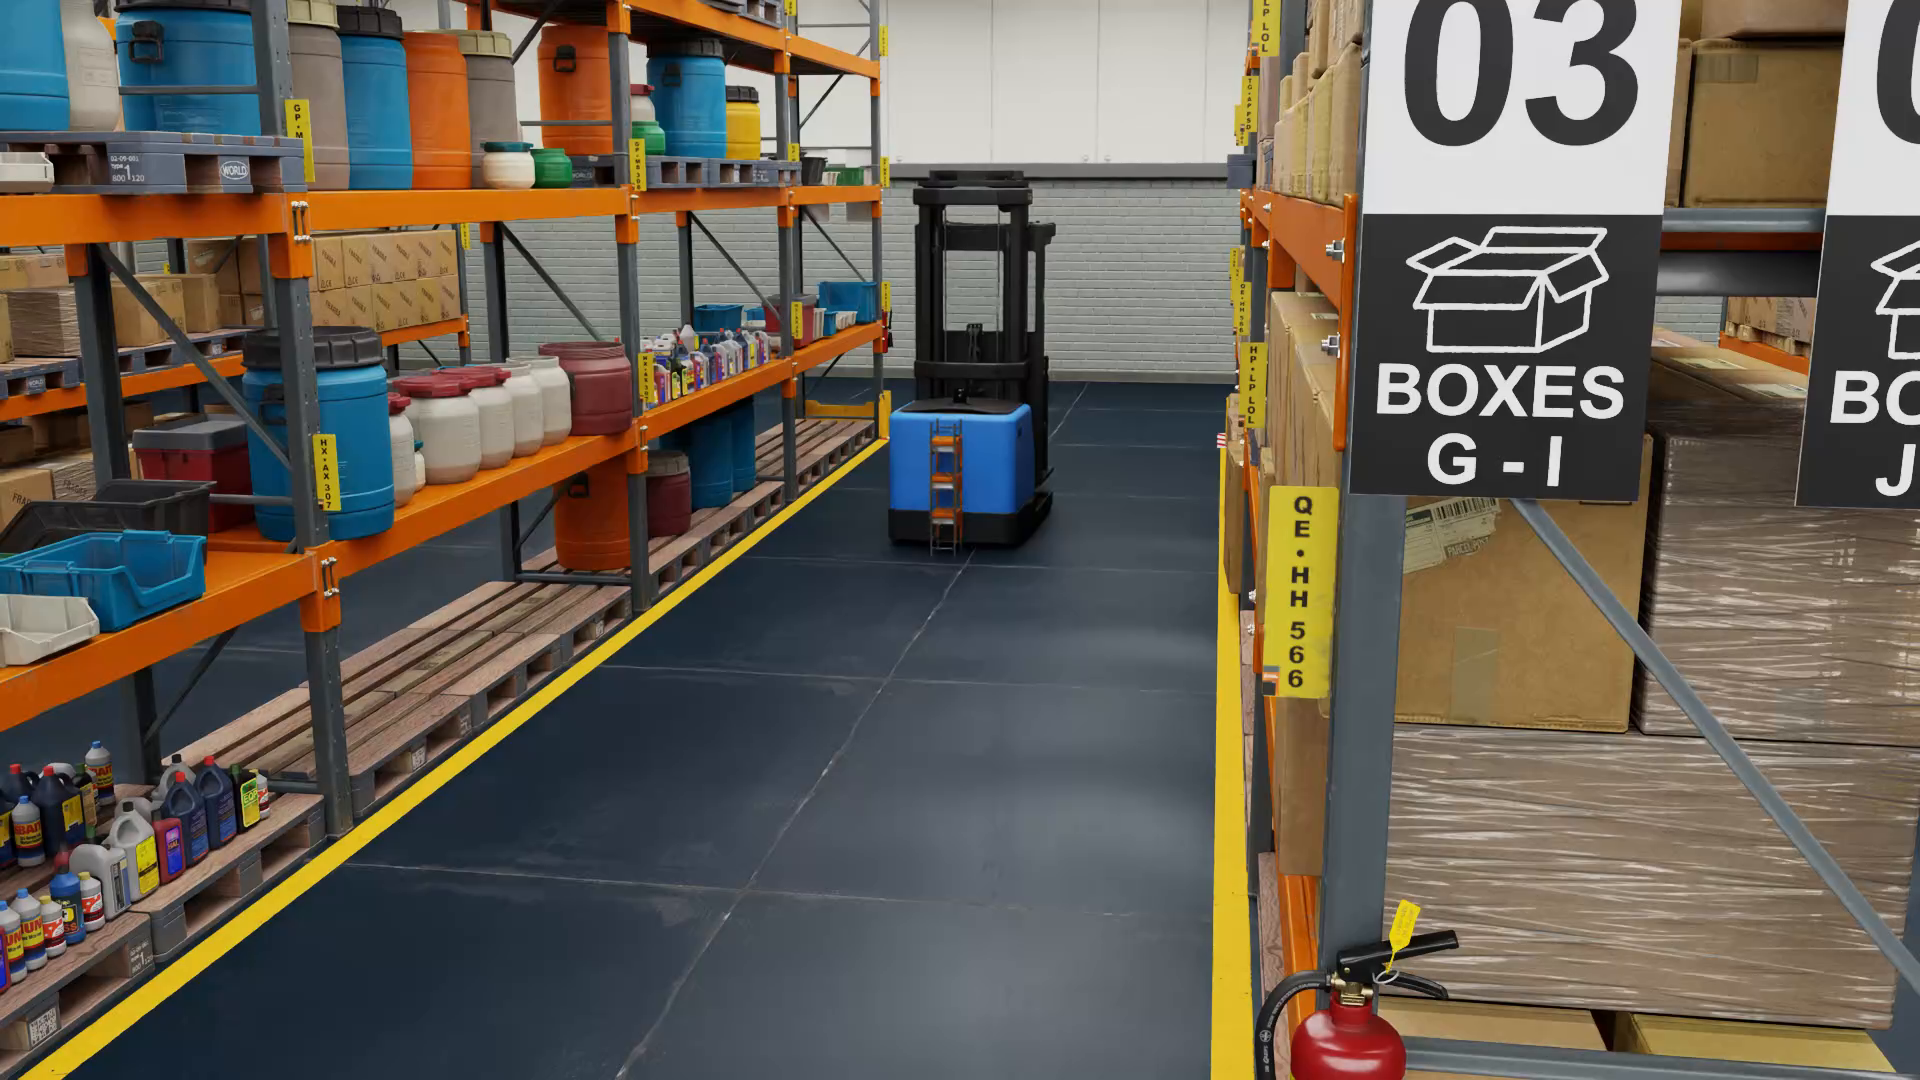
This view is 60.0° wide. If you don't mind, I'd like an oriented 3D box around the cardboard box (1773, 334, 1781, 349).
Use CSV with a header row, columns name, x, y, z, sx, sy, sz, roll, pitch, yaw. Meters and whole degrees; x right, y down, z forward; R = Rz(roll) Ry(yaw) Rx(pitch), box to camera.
name,x,y,z,sx,sy,sz,roll,pitch,yaw
cardboard box,7.900,-1.873,15.661,0.380,0.149,0.250,2,12,8

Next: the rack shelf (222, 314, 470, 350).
name,x,y,z,sx,sy,sz,roll,pitch,yaw
rack shelf,-6.578,-2.061,17.646,1.077,0.370,4.000,2,12,9

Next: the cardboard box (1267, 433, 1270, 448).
name,x,y,z,sx,sy,sz,roll,pitch,yaw
cardboard box,1.541,-0.112,5.951,0.875,0.500,0.500,2,12,9

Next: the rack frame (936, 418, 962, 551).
name,x,y,z,sx,sy,sz,roll,pitch,yaw
rack frame,-0.085,-0.428,12.988,0.200,1.050,0.008,2,12,11

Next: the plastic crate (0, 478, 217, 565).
name,x,y,z,sx,sy,sz,roll,pitch,yaw
plastic crate,-3.429,-0.035,6.683,0.767,0.338,0.504,2,12,9

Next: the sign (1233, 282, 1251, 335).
name,x,y,z,sx,sy,sz,roll,pitch,yaw
sign,1.738,-1.426,10.240,0.100,0.325,0.005,2,12,9

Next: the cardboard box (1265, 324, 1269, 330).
name,x,y,z,sx,sy,sz,roll,pitch,yaw
cardboard box,2.356,-1.320,12.259,0.500,0.500,0.500,2,12,10

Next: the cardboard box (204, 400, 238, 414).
name,x,y,z,sx,sy,sz,roll,pitch,yaw
cardboard box,-7.079,-1.118,16.448,0.500,0.500,0.500,2,12,9

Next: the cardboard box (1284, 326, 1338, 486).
name,x,y,z,sx,sy,sz,roll,pitch,yaw
cardboard box,1.132,-0.295,4.424,0.500,0.500,0.500,2,12,9

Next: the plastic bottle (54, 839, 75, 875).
name,x,y,z,sx,sy,sz,roll,pitch,yaw
plastic bottle,-3.250,1.224,6.099,0.061,0.283,0.133,2,12,9

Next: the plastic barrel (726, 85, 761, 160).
name,x,y,z,sx,sy,sz,roll,pitch,yaw
plastic barrel,-1.932,-3.402,13.598,0.600,0.588,0.600,0,12,0

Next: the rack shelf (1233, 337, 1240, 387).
name,x,y,z,sx,sy,sz,roll,pitch,yaw
rack shelf,3.209,-1.740,16.153,1.077,0.370,4.000,2,12,9

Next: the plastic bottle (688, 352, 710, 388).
name,x,y,z,sx,sy,sz,roll,pitch,yaw
plastic bottle,-2.008,-1.310,12.748,0.152,0.276,0.135,2,12,9

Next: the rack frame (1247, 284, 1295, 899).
name,x,y,z,sx,sy,sz,roll,pitch,yaw
rack frame,1.671,-0.010,6.418,1.000,3.000,0.127,2,12,9

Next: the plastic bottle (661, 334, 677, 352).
name,x,y,z,sx,sy,sz,roll,pitch,yaw
plastic bottle,-2.496,-1.615,14.160,0.152,0.276,0.135,2,12,9

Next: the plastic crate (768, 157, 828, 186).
name,x,y,z,sx,sy,sz,roll,pitch,yaw
plastic crate,-1.530,-3.488,15.746,0.497,0.269,0.590,2,12,9

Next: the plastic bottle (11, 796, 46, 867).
name,x,y,z,sx,sy,sz,roll,pitch,yaw
plastic bottle,-3.660,1.137,6.528,0.097,0.271,0.097,0,12,0

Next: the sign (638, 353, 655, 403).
name,x,y,z,sx,sy,sz,roll,pitch,yaw
sign,-2.063,-1.066,10.933,0.100,0.325,0.005,2,12,9

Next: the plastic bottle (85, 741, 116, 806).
name,x,y,z,sx,sy,sz,roll,pitch,yaw
plastic bottle,-3.705,1.001,7.162,0.097,0.271,0.097,0,12,0

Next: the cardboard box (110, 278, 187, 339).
name,x,y,z,sx,sy,sz,roll,pitch,yaw
cardboard box,-7.223,-2.014,14.486,0.700,0.500,0.500,4,13,18

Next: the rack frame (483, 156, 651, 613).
name,x,y,z,sx,sy,sz,roll,pitch,yaw
rack frame,-2.607,-1.003,11.026,1.000,3.000,0.127,2,12,9

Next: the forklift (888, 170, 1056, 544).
name,x,y,z,sx,sy,sz,roll,pitch,yaw
forklift,0.213,-1.663,14.252,1.130,2.935,3.031,2,12,11

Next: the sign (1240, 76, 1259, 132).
name,x,y,z,sx,sy,sz,roll,pitch,yaw
sign,1.740,-2.620,9.994,0.100,0.325,0.005,2,12,9

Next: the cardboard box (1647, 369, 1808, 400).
name,x,y,z,sx,sy,sz,roll,pitch,yaw
cardboard box,1.494,-0.070,3.379,0.500,0.500,0.500,2,12,9

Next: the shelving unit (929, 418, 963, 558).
name,x,y,z,sx,sy,sz,roll,pitch,yaw
shelving unit,-0.108,-0.403,12.870,0.215,1.050,0.252,2,12,11

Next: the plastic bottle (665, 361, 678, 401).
name,x,y,z,sx,sy,sz,roll,pitch,yaw
plastic bottle,-2.085,-1.148,11.977,0.061,0.283,0.133,2,12,9

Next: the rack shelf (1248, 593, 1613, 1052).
name,x,y,z,sx,sy,sz,roll,pitch,yaw
rack shelf,1.364,0.758,4.562,1.077,0.370,4.000,2,12,9

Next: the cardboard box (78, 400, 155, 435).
name,x,y,z,sx,sy,sz,roll,pitch,yaw
cardboard box,-7.355,-1.055,14.380,0.500,0.250,0.500,2,12,9

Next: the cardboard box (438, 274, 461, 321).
name,x,y,z,sx,sy,sz,roll,pitch,yaw
cardboard box,-6.071,-2.776,19.018,0.500,0.500,0.500,2,12,10

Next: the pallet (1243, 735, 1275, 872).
name,x,y,z,sx,sy,sz,roll,pitch,yaw
pallet,1.790,1.191,7.464,1.003,0.211,1.213,2,12,9

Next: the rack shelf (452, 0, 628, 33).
name,x,y,z,sx,sy,sz,roll,pitch,yaw
rack shelf,-2.915,-2.972,8.580,1.077,0.370,4.000,2,12,9

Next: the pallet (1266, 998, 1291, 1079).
name,x,y,z,sx,sy,sz,roll,pitch,yaw
pallet,1.418,1.749,4.876,1.003,0.211,1.213,2,12,9

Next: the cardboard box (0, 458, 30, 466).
name,x,y,z,sx,sy,sz,roll,pitch,yaw
cardboard box,-7.589,-0.359,12.930,0.500,0.500,0.500,2,12,11

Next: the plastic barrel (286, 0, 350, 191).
name,x,y,z,sx,sy,sz,roll,pitch,yaw
plastic barrel,-3.258,-2.131,7.949,0.600,0.901,0.600,0,12,0

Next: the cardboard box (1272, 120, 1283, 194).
name,x,y,z,sx,sy,sz,roll,pitch,yaw
cardboard box,1.349,-1.317,5.721,0.500,0.250,0.500,1,12,6

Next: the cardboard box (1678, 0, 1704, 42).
name,x,y,z,sx,sy,sz,roll,pitch,yaw
cardboard box,1.380,-0.922,2.942,0.380,0.149,0.250,2,12,8

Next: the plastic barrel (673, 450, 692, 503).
name,x,y,z,sx,sy,sz,roll,pitch,yaw
plastic barrel,-2.377,-0.450,13.369,0.421,0.512,0.421,0,12,0

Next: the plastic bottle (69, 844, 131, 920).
name,x,y,z,sx,sy,sz,roll,pitch,yaw
plastic bottle,-3.145,1.231,6.084,0.152,0.276,0.135,2,12,10

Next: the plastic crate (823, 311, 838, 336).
name,x,y,z,sx,sy,sz,roll,pitch,yaw
plastic crate,-1.440,-2.180,16.743,0.416,0.233,0.300,2,12,9

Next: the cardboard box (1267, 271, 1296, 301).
name,x,y,z,sx,sy,sz,roll,pitch,yaw
cardboard box,2.415,-1.533,10.869,0.797,0.503,0.637,2,12,11

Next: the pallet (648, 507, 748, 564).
name,x,y,z,sx,sy,sz,roll,pitch,yaw
pallet,-2.337,-0.058,13.263,1.003,0.211,1.213,2,12,9

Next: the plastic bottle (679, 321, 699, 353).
name,x,y,z,sx,sy,sz,roll,pitch,yaw
plastic bottle,-2.373,-1.740,14.565,0.144,0.351,0.185,2,12,9

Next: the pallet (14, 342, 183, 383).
name,x,y,z,sx,sy,sz,roll,pitch,yaw
pallet,-7.207,-1.475,13.674,1.003,0.211,1.213,2,12,9

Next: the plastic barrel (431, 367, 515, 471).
name,x,y,z,sx,sy,sz,roll,pitch,yaw
plastic barrel,-2.679,-0.671,9.166,0.433,0.535,0.433,0,12,0

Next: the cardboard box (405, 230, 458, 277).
name,x,y,z,sx,sy,sz,roll,pitch,yaw
cardboard box,-6.068,-3.265,18.915,0.500,0.500,0.500,2,12,8

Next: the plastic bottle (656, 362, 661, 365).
name,x,y,z,sx,sy,sz,roll,pitch,yaw
plastic bottle,-2.166,-1.141,11.973,0.097,0.271,0.097,0,12,0

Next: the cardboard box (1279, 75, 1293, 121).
name,x,y,z,sx,sy,sz,roll,pitch,yaw
cardboard box,1.317,-1.540,5.808,0.380,0.149,0.250,2,12,7

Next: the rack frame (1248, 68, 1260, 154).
name,x,y,z,sx,sy,sz,roll,pitch,yaw
rack frame,2.902,-4.608,13.513,1.000,3.000,0.127,2,12,9

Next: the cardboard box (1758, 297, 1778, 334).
name,x,y,z,sx,sy,sz,roll,pitch,yaw
cardboard box,7.915,-2.222,15.740,0.500,0.500,0.500,2,12,9

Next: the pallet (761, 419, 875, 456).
name,x,y,z,sx,sy,sz,roll,pitch,yaw
pallet,-1.542,-1.135,18.257,1.003,0.211,1.213,2,12,9

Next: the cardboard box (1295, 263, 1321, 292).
name,x,y,z,sx,sy,sz,roll,pitch,yaw
cardboard box,1.932,-0.669,7.057,1.000,1.000,1.000,2,12,9

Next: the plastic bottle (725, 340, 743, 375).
name,x,y,z,sx,sy,sz,roll,pitch,yaw
plastic bottle,-1.867,-1.501,13.634,0.152,0.276,0.135,2,12,9

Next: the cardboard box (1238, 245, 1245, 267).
name,x,y,z,sx,sy,sz,roll,pitch,yaw
cardboard box,3.100,-2.751,17.008,0.500,0.500,0.500,2,12,7

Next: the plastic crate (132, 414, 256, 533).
name,x,y,z,sx,sy,sz,roll,pitch,yaw
plastic crate,-3.450,-0.312,7.669,0.402,0.464,0.583,2,12,9
